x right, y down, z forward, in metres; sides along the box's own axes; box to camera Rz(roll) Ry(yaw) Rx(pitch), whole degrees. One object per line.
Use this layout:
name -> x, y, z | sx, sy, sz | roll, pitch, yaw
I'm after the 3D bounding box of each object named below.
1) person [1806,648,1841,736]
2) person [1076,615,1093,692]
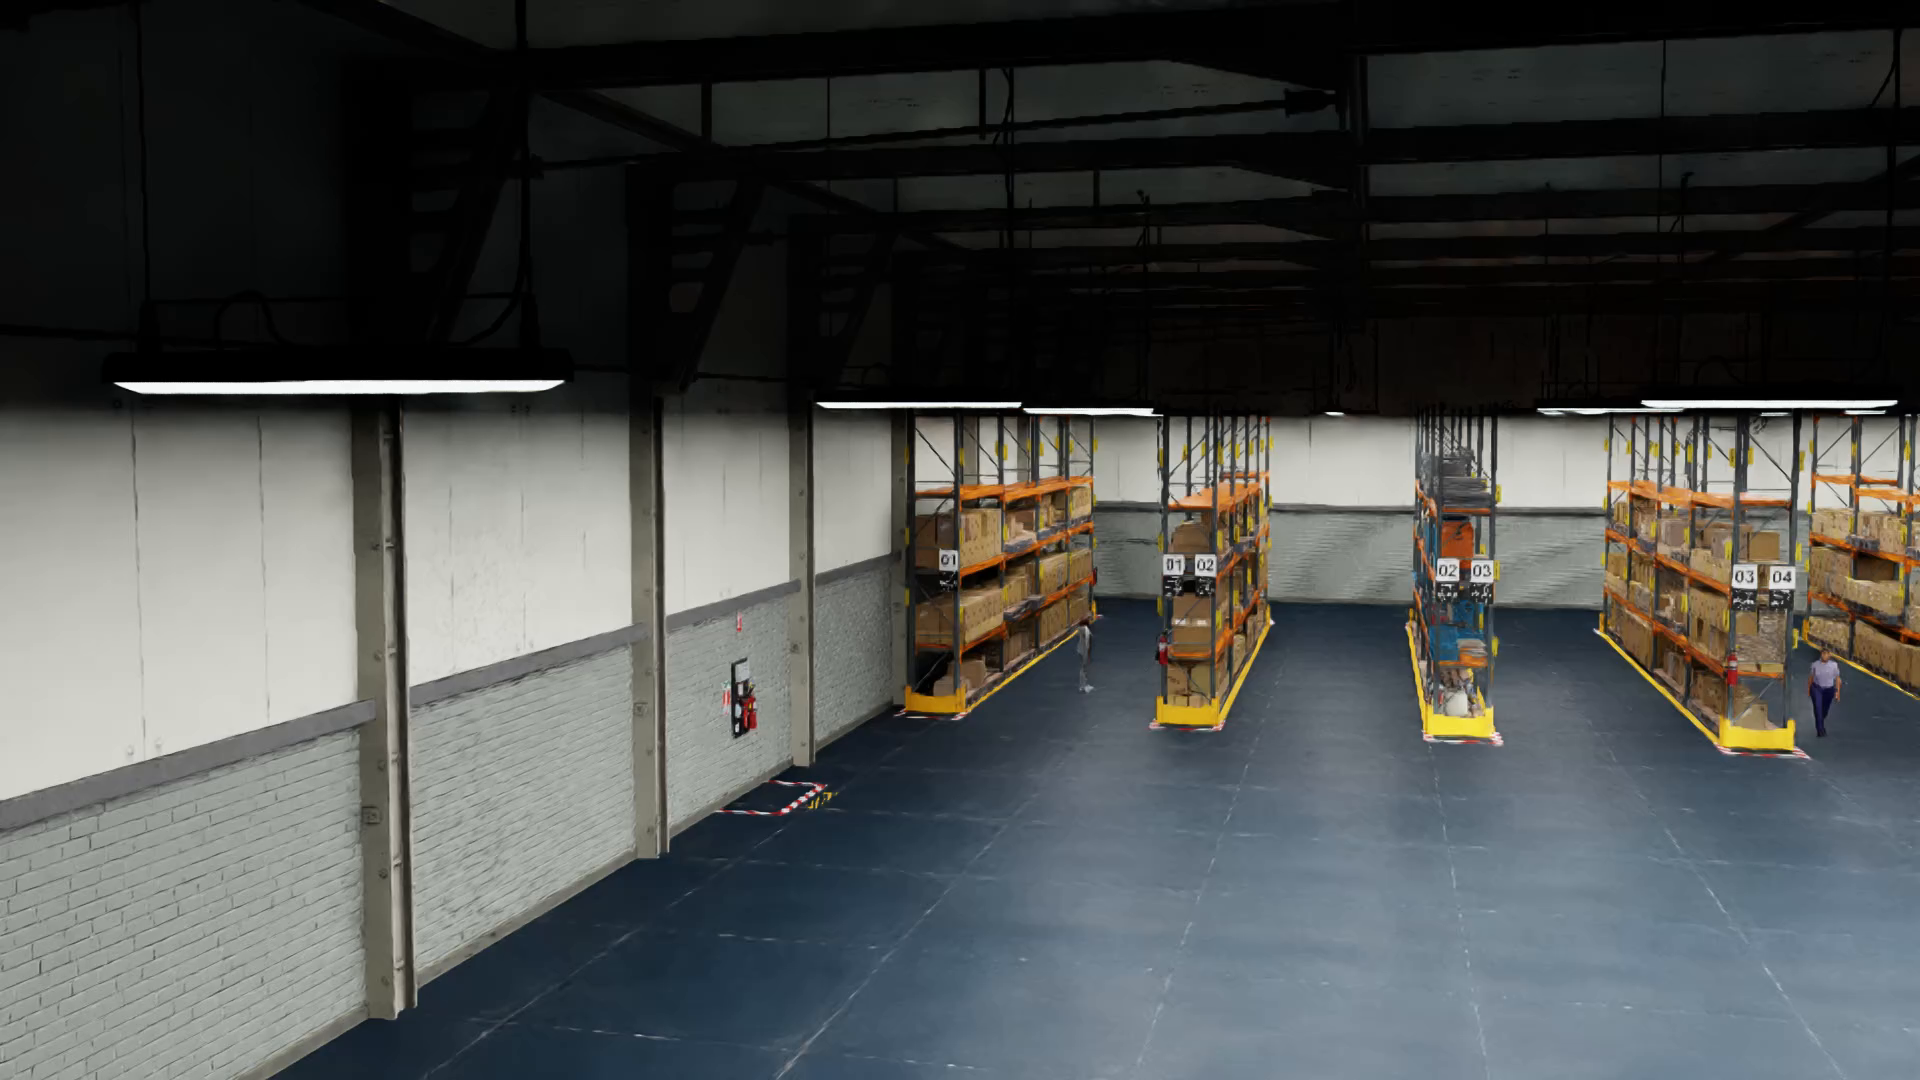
person -> 15.661, 2.731, 30.123 | 0.493, 1.589, 0.991 | 1, 4, 13
person -> 2.648, 2.367, 34.959 | 0.402, 1.600, 0.468 | -1, 4, -16
